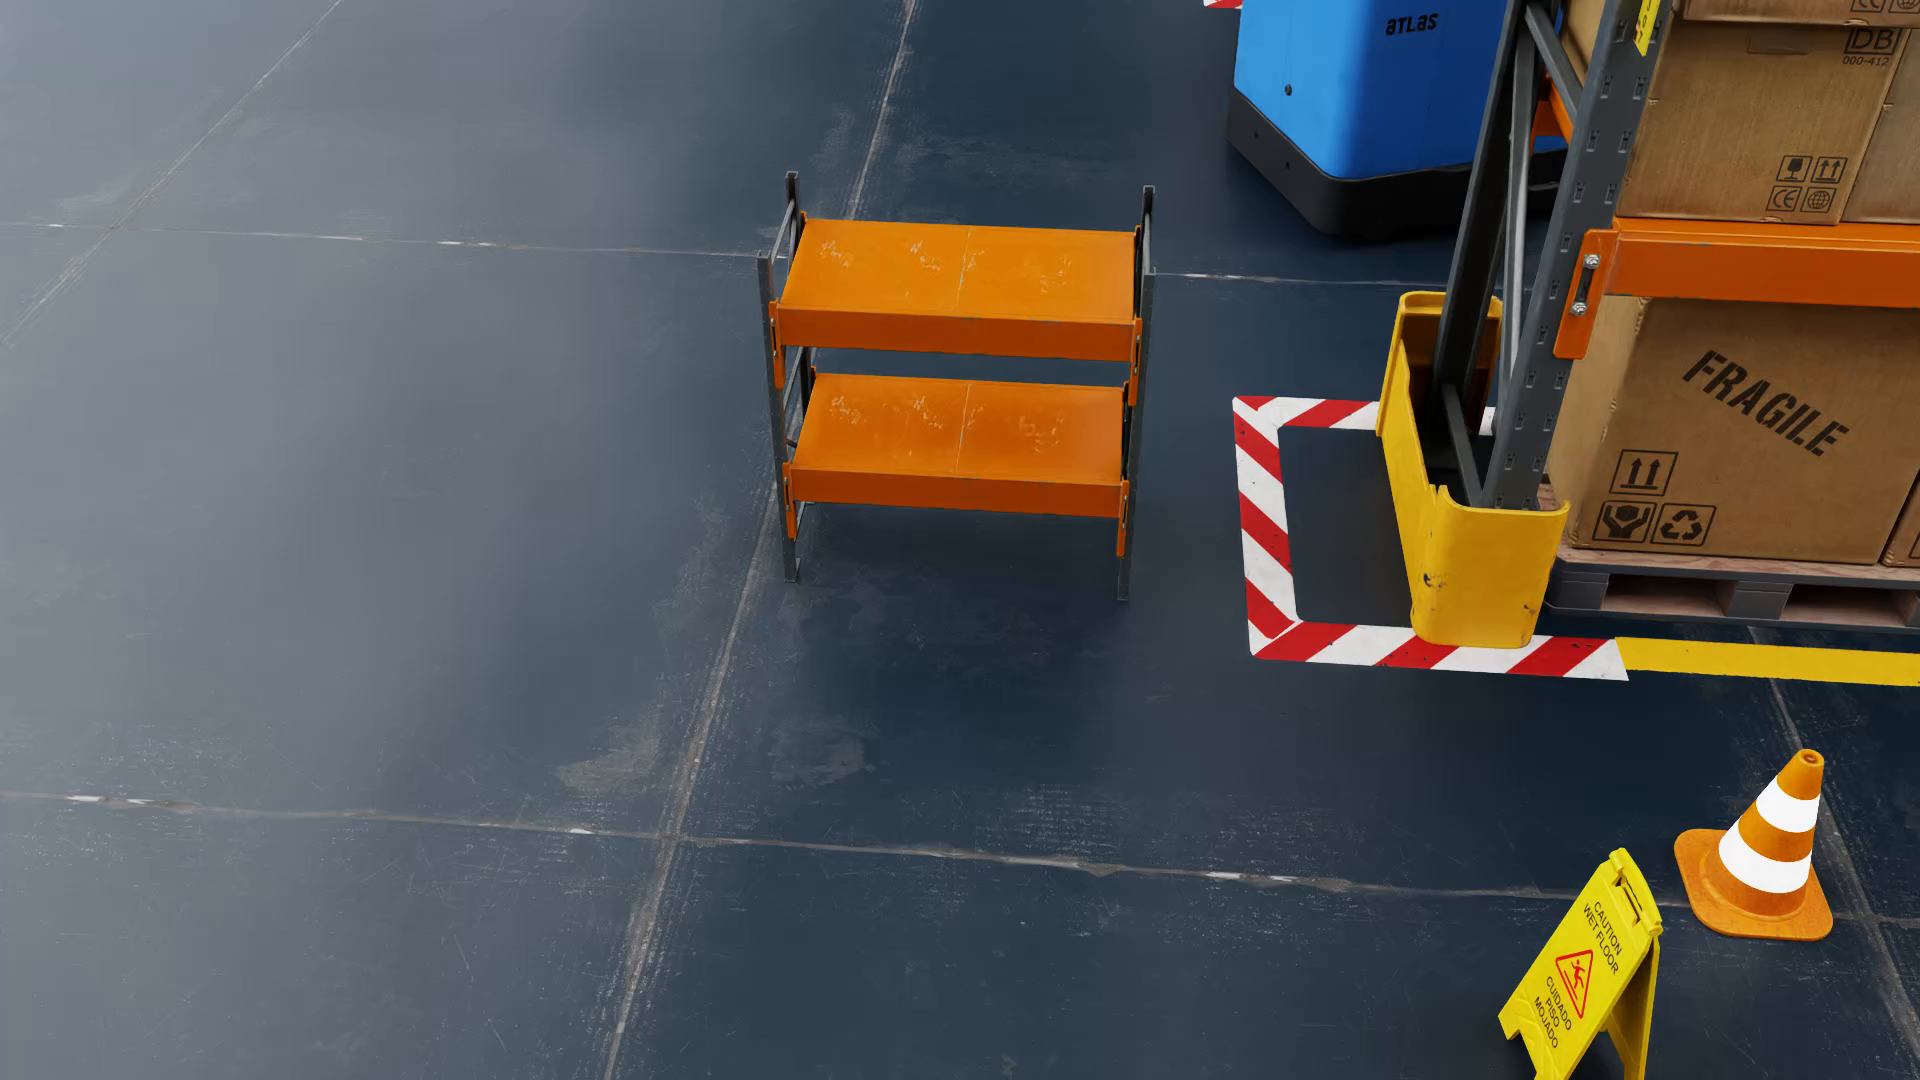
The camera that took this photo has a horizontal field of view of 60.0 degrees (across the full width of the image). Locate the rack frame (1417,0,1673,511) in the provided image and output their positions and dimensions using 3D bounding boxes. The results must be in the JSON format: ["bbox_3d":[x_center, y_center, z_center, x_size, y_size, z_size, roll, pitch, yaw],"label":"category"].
[{"bbox_3d":[1.583,-1.217,4.369,0.127,3.000,1.000,3,39,4],"label":"rack frame"}]

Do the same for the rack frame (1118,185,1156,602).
[{"bbox_3d":[0.513,-0.408,4.860,0.032,1.125,0.500,3,39,4],"label":"rack frame"}]

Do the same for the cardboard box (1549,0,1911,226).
[{"bbox_3d":[1.956,-1.283,4.332,0.550,0.550,0.875,3,39,4],"label":"cardboard box"}]

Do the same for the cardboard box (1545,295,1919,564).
[{"bbox_3d":[2.264,-0.560,4.913,0.875,0.875,0.875,3,39,4],"label":"cardboard box"}]

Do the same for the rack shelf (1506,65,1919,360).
[{"bbox_3d":[3.575,-0.829,4.462,4.000,0.370,1.077,3,39,4],"label":"rack shelf"}]

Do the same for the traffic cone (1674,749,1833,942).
[{"bbox_3d":[1.989,0.689,4.037,0.334,0.463,0.336,3,39,4],"label":"traffic cone"}]

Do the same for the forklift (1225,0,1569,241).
[{"bbox_3d":[2.741,-2.874,6.460,3.031,2.935,1.130,-11,40,-13],"label":"forklift"}]

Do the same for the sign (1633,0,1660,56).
[{"bbox_3d":[1.529,-1.235,3.642,0.005,0.325,0.100,3,39,4],"label":"sign"}]

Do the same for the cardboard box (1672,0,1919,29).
[{"bbox_3d":[1.949,-1.649,3.926,0.550,0.550,0.875,3,39,4],"label":"cardboard box"}]

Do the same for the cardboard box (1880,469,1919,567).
[{"bbox_3d":[3.141,-0.514,4.855,0.875,0.875,0.875,3,39,3],"label":"cardboard box"}]

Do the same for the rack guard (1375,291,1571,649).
[{"bbox_3d":[1.559,-0.249,5.159,0.348,0.500,1.175,3,39,4],"label":"rack guard"}]

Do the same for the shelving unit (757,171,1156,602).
[{"bbox_3d":[0.007,-0.436,4.894,1.048,1.125,0.538,3,39,4],"label":"shelving unit"}]

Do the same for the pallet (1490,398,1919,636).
[{"bbox_3d":[2.386,-0.141,5.256,1.213,0.211,1.003,3,39,4],"label":"pallet"}]

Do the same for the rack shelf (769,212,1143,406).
[{"bbox_3d":[0.007,-0.663,4.710,1.000,0.278,0.538,3,39,4],"label":"rack shelf"}]

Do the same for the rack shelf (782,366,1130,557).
[{"bbox_3d":[0.007,-0.246,5.049,1.000,0.278,0.538,3,39,4],"label":"rack shelf"}]

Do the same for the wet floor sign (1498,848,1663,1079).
[{"bbox_3d":[1.383,0.940,3.584,0.232,0.644,0.267,-3,39,-4],"label":"wet floor sign"}]

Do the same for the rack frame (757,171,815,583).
[{"bbox_3d":[-0.500,-0.464,4.928,0.032,1.125,0.500,3,39,4],"label":"rack frame"}]

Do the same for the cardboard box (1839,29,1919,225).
[{"bbox_3d":[2.506,-1.267,4.312,0.550,0.550,0.875,3,39,4],"label":"cardboard box"}]
